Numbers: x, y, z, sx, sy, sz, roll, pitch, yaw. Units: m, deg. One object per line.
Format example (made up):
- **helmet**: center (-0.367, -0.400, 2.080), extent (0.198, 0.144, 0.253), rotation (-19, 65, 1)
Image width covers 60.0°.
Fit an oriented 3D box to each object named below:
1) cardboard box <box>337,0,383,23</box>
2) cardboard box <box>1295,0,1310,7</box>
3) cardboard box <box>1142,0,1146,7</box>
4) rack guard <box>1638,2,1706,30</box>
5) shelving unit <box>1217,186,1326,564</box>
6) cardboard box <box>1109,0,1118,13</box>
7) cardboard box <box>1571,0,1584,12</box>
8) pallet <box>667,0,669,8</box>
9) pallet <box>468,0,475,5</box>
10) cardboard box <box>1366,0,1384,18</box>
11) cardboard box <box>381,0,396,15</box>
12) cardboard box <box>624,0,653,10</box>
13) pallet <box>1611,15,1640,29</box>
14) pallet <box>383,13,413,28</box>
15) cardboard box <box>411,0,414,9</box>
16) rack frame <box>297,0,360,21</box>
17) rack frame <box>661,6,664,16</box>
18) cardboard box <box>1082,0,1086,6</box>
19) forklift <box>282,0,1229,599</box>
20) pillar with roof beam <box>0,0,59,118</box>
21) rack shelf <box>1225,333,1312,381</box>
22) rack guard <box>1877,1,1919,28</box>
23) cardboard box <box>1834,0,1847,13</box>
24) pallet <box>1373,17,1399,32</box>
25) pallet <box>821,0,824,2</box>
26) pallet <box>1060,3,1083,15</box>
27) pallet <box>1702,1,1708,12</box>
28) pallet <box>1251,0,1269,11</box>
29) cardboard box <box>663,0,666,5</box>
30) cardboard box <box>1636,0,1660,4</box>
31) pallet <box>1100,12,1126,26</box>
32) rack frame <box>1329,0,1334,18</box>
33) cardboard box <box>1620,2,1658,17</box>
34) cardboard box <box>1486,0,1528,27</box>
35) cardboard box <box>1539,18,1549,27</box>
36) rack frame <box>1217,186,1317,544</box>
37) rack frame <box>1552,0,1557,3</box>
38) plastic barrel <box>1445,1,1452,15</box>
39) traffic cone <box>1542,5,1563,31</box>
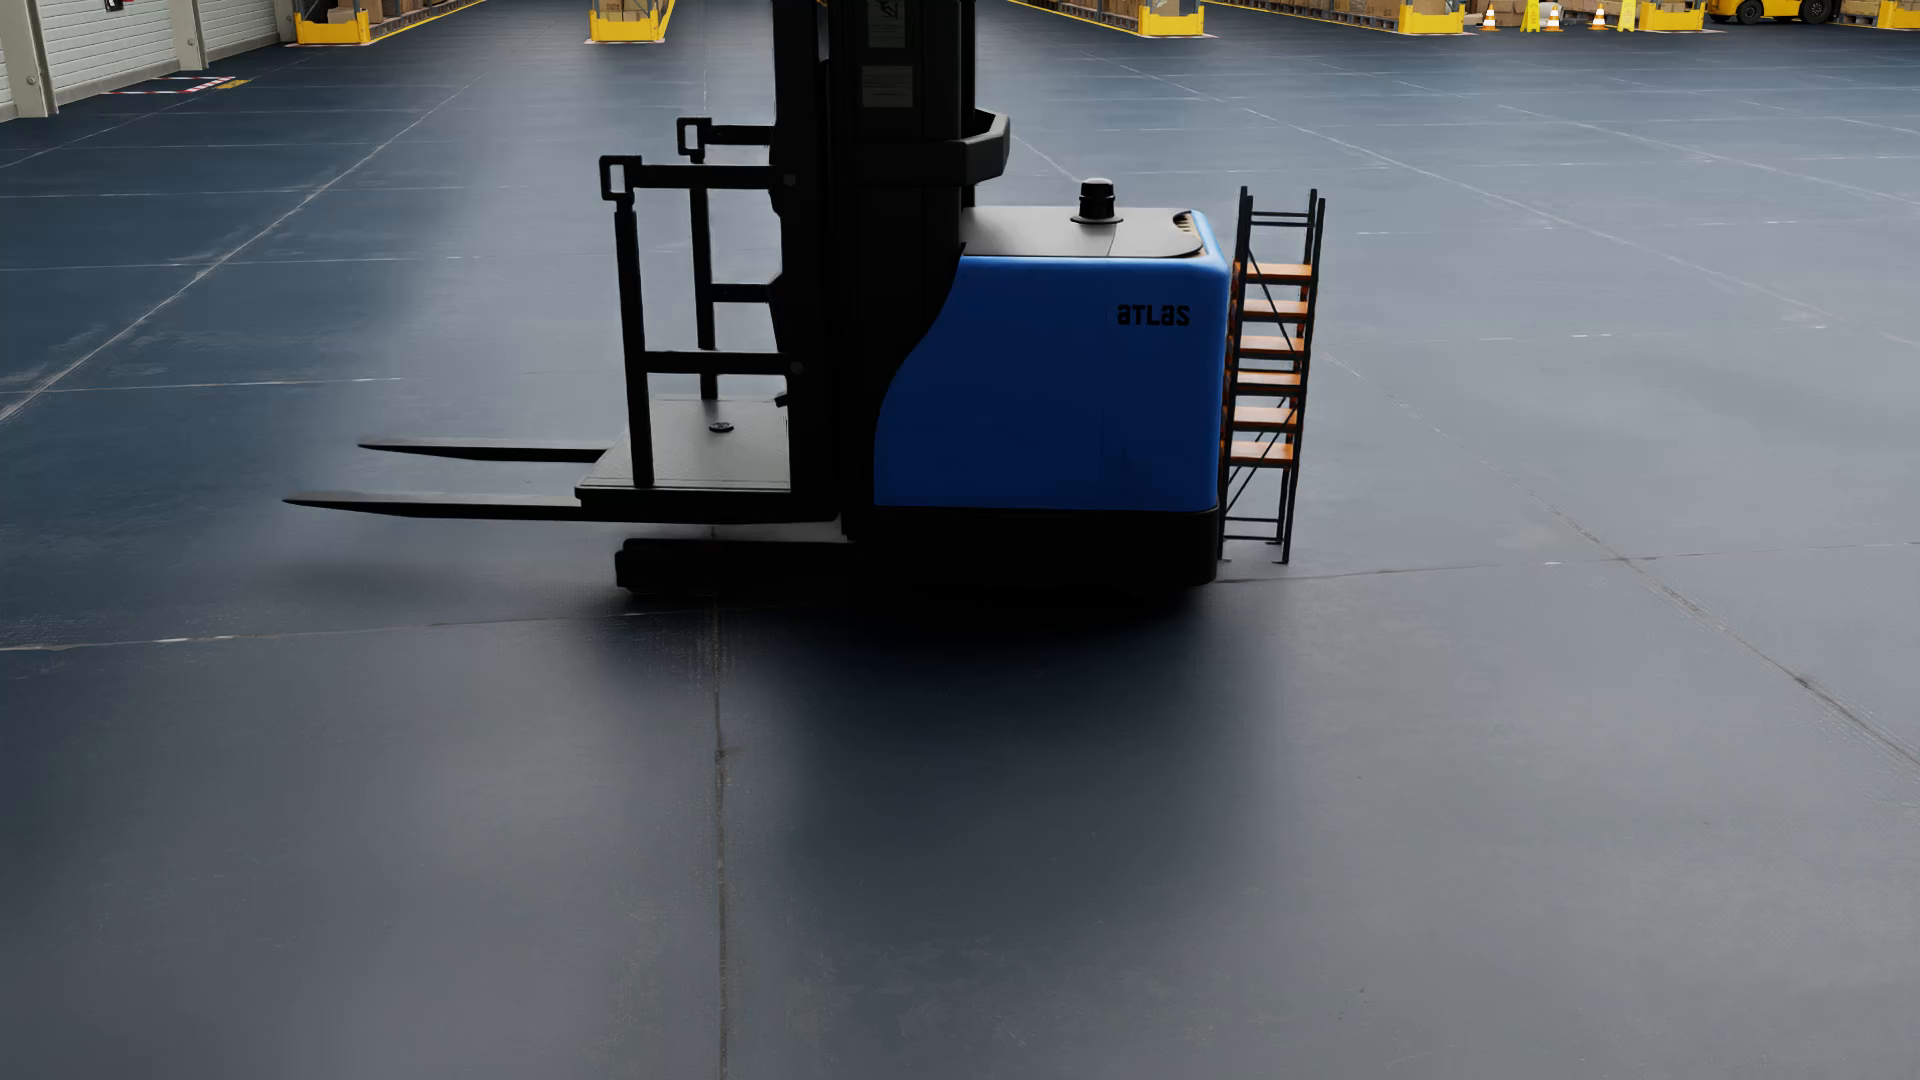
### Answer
- **cardboard box**: center (-10.951, -9.710, 30.371), extent (0.700, 0.500, 0.500), rotation (-4, 21, -11)
- **cardboard box**: center (7.935, -12.014, 36.211), extent (1.050, 0.750, 0.750), rotation (-3, 21, -8)
- **cardboard box**: center (3.710, -10.175, 31.643), extent (0.500, 0.500, 0.500), rotation (2, 21, 6)
- **rack guard**: center (13.699, -10.082, 31.994), extent (1.175, 0.500, 0.348), rotation (-3, 21, -8)
- **shelving unit**: center (0.988, -0.521, 5.387), extent (0.258, 1.200, 0.189), rotation (3, 21, 3)
- **cardboard box**: center (3.345, -10.997, 33.844), extent (0.500, 0.500, 0.500), rotation (-4, 21, -9)
- **cardboard box**: center (13.039, -11.118, 34.526), extent (0.500, 0.250, 0.500), rotation (-2, 21, -5)
- **pallet**: center (-7.475, -12.797, 39.677), extent (1.003, 0.211, 1.213), rotation (-3, 21, -8)
- **pallet**: center (-12.743, -13.516, 41.603), extent (1.003, 0.211, 1.213), rotation (-3, 21, -8)
- **cardboard box**: center (8.534, -10.679, 32.458), extent (0.875, 0.875, 0.875), rotation (-3, 21, -9)
- **cardboard box**: center (-11.501, -10.651, 32.890), extent (0.700, 0.500, 0.500), rotation (-2, 21, -6)
- **cardboard box**: center (-5.831, -9.858, 30.081), extent (0.500, 0.500, 0.500), rotation (-3, 21, -8)
- **pallet**: center (13.617, -10.229, 32.803), extent (1.003, 0.211, 1.213), rotation (-3, 21, -8)
- **pallet**: center (-11.492, -10.325, 33.059), extent (1.003, 0.211, 1.213), rotation (-3, 21, -8)
- **cardboard box**: center (-11.840, -11.351, 34.765), extent (0.700, 0.500, 0.500), rotation (-3, 21, -8)
- **rack frame**: center (-10.802, -9.977, 28.142), extent (1.000, 3.000, 0.127), rotation (-3, 21, -8)
- **rack frame**: center (-7.053, -12.998, 36.230), extent (1.000, 3.000, 0.127), rotation (-3, 21, -8)
- **cardboard box**: center (3.047, -11.913, 36.269), extent (0.700, 0.500, 0.500), rotation (-1, 21, -3)
- **forklift**: center (-0.682, -1.376, 5.210), extent (3.031, 2.935, 1.130), rotation (1, 21, 4)
- **pillar with roof beam**: center (-5.769, -9.049, 17.081), extent (9.100, 9.000, 0.400), rotation (-3, 21, -8)
- **rack shelf**: center (0.990, -0.592, 5.360), extent (0.258, 0.103, 0.180), rotation (3, 21, 3)
- **rack guard**: center (18.624, -10.299, 32.576), extent (1.175, 0.500, 0.348), rotation (-3, 21, -8)
- **cardboard box**: center (18.115, -10.880, 33.888), extent (0.500, 0.250, 0.500), rotation (-3, 21, -7)
- **pallet**: center (8.633, -9.908, 31.943), extent (1.003, 0.211, 1.213), rotation (-3, 21, -8)
- **pallet**: center (-3.051, -14.001, 42.901), extent (1.003, 0.211, 1.213), rotation (-3, 21, -8)
- **pallet**: center (2.861, -11.919, 37.328), extent (1.003, 0.211, 1.213), rotation (-3, 21, -8)
- **pallet**: center (17.720, -12.233, 38.167), extent (1.003, 0.211, 1.213), rotation (-3, 21, -8)
- **pallet**: center (7.561, -12.676, 39.353), extent (1.003, 0.211, 1.213), rotation (-3, 21, -8)
- **cardboard box**: center (-6.836, -12.205, 37.051), extent (0.500, 0.500, 0.500), rotation (-2, 21, -5)
- **cardboard box**: center (13.336, -10.751, 32.471), extent (0.500, 0.500, 0.500), rotation (-3, 21, -7)
- **pallet**: center (3.458, -10.574, 33.727), extent (1.003, 0.211, 1.213), rotation (-3, 21, -8)
- **rack frame**: center (8.249, -12.327, 34.433), extent (1.000, 3.000, 0.127), rotation (-3, 21, -8)
- **cardboard box**: center (13.323, -10.410, 32.630), extent (0.500, 0.250, 0.500), rotation (-3, 21, -8)
- **cardboard box**: center (10.951, -10.537, 33.210), extent (0.637, 0.503, 0.797), rotation (17, 27, 39)
- **cardboard box**: center (11.522, -10.243, 32.927), extent (0.380, 0.149, 0.250), rotation (8, 22, 20)
- **rack frame**: center (0.994, -0.553, 5.472), extent (0.240, 1.200, 0.006), rotation (3, 21, 3)
- **rack frame**: center (13.133, -12.611, 35.195), extent (1.000, 3.000, 0.127), rotation (-3, 21, -8)
- **plastic barrel**: center (9.931, -10.804, 34.039), extent (0.512, 0.421, 0.421), rotation (12, 24, 30)
- **traffic cone**: center (11.322, -9.948, 31.690), extent (0.336, 0.463, 0.334), rotation (-3, 21, -8)
